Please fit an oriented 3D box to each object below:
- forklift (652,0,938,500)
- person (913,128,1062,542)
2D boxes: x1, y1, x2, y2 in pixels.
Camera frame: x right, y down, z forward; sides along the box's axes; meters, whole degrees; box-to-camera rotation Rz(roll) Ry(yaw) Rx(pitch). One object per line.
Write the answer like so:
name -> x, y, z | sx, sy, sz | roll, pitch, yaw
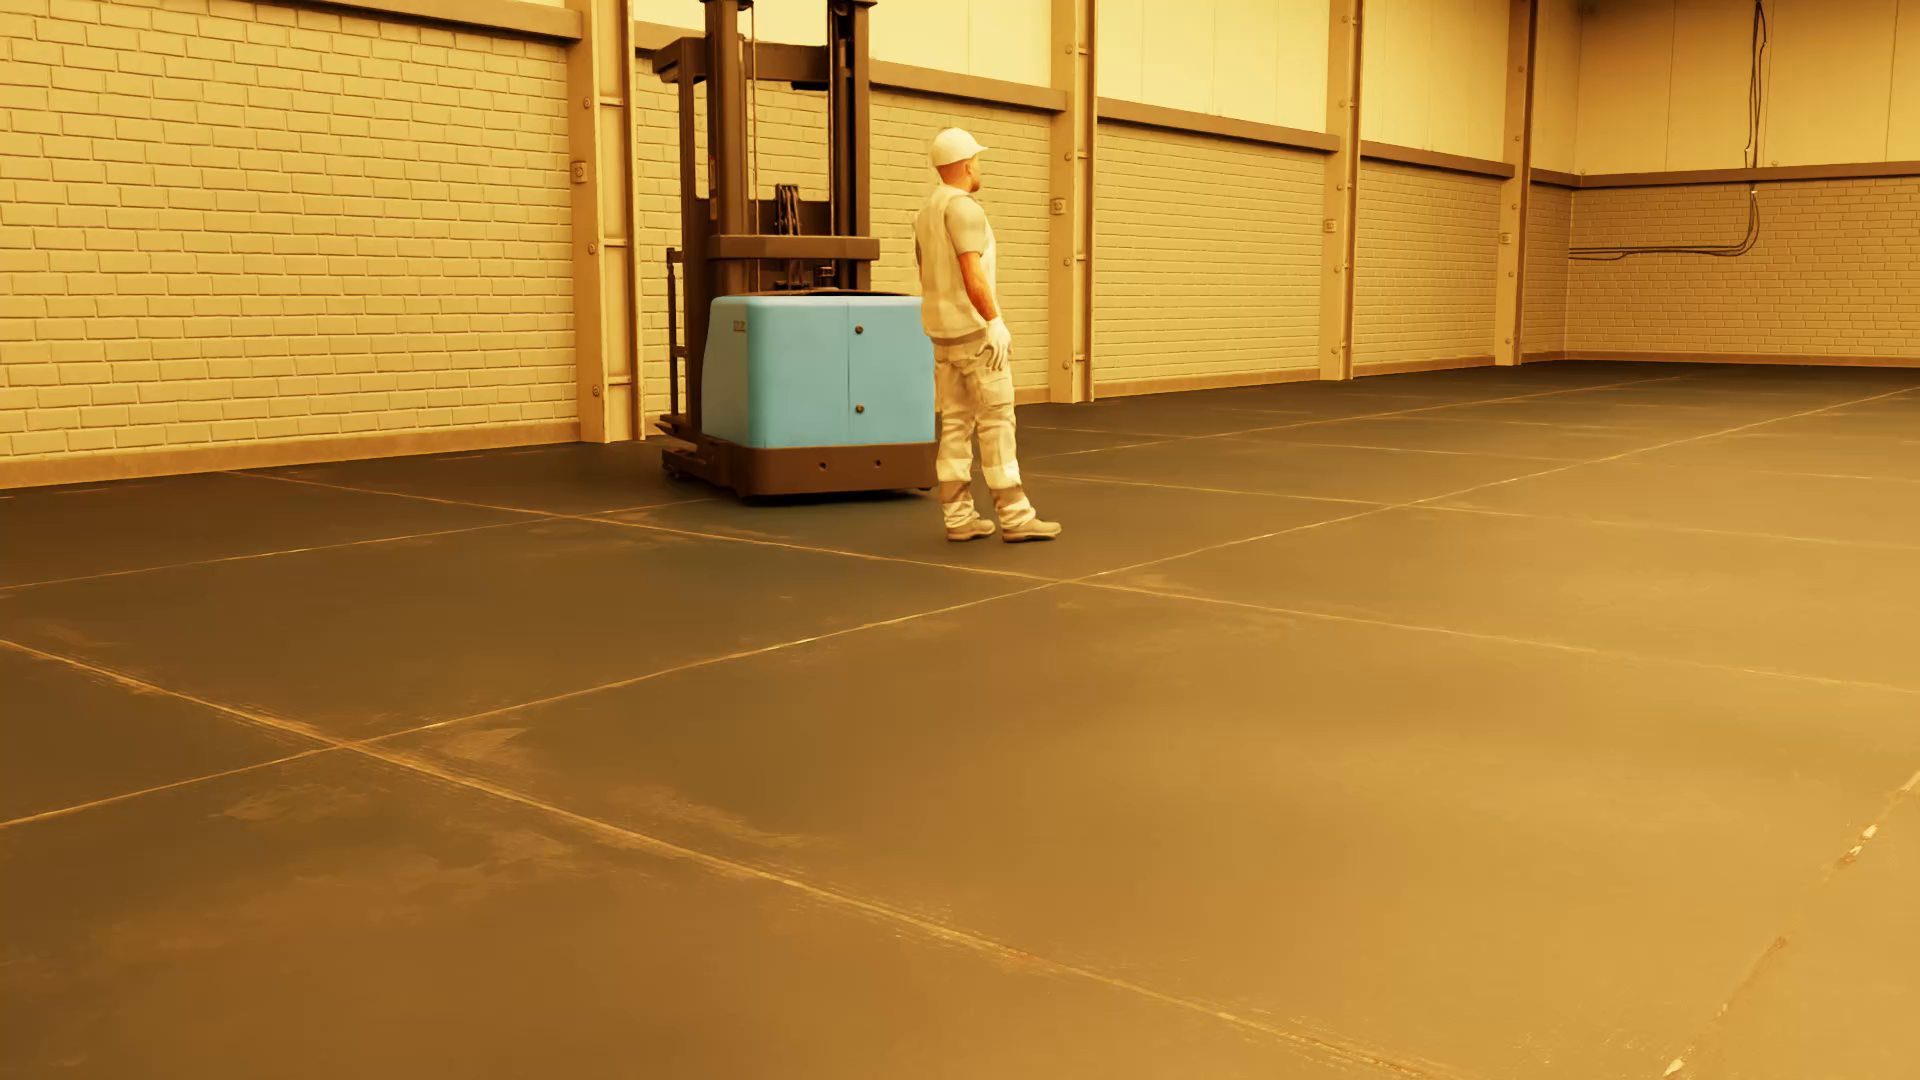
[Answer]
forklift -> -1.159, -1.833, 9.810 | 1.130, 2.935, 3.031 | -4, 9, -23
person -> 0.125, -0.896, 7.337 | 0.610, 1.792, 0.662 | -4, 9, -24
